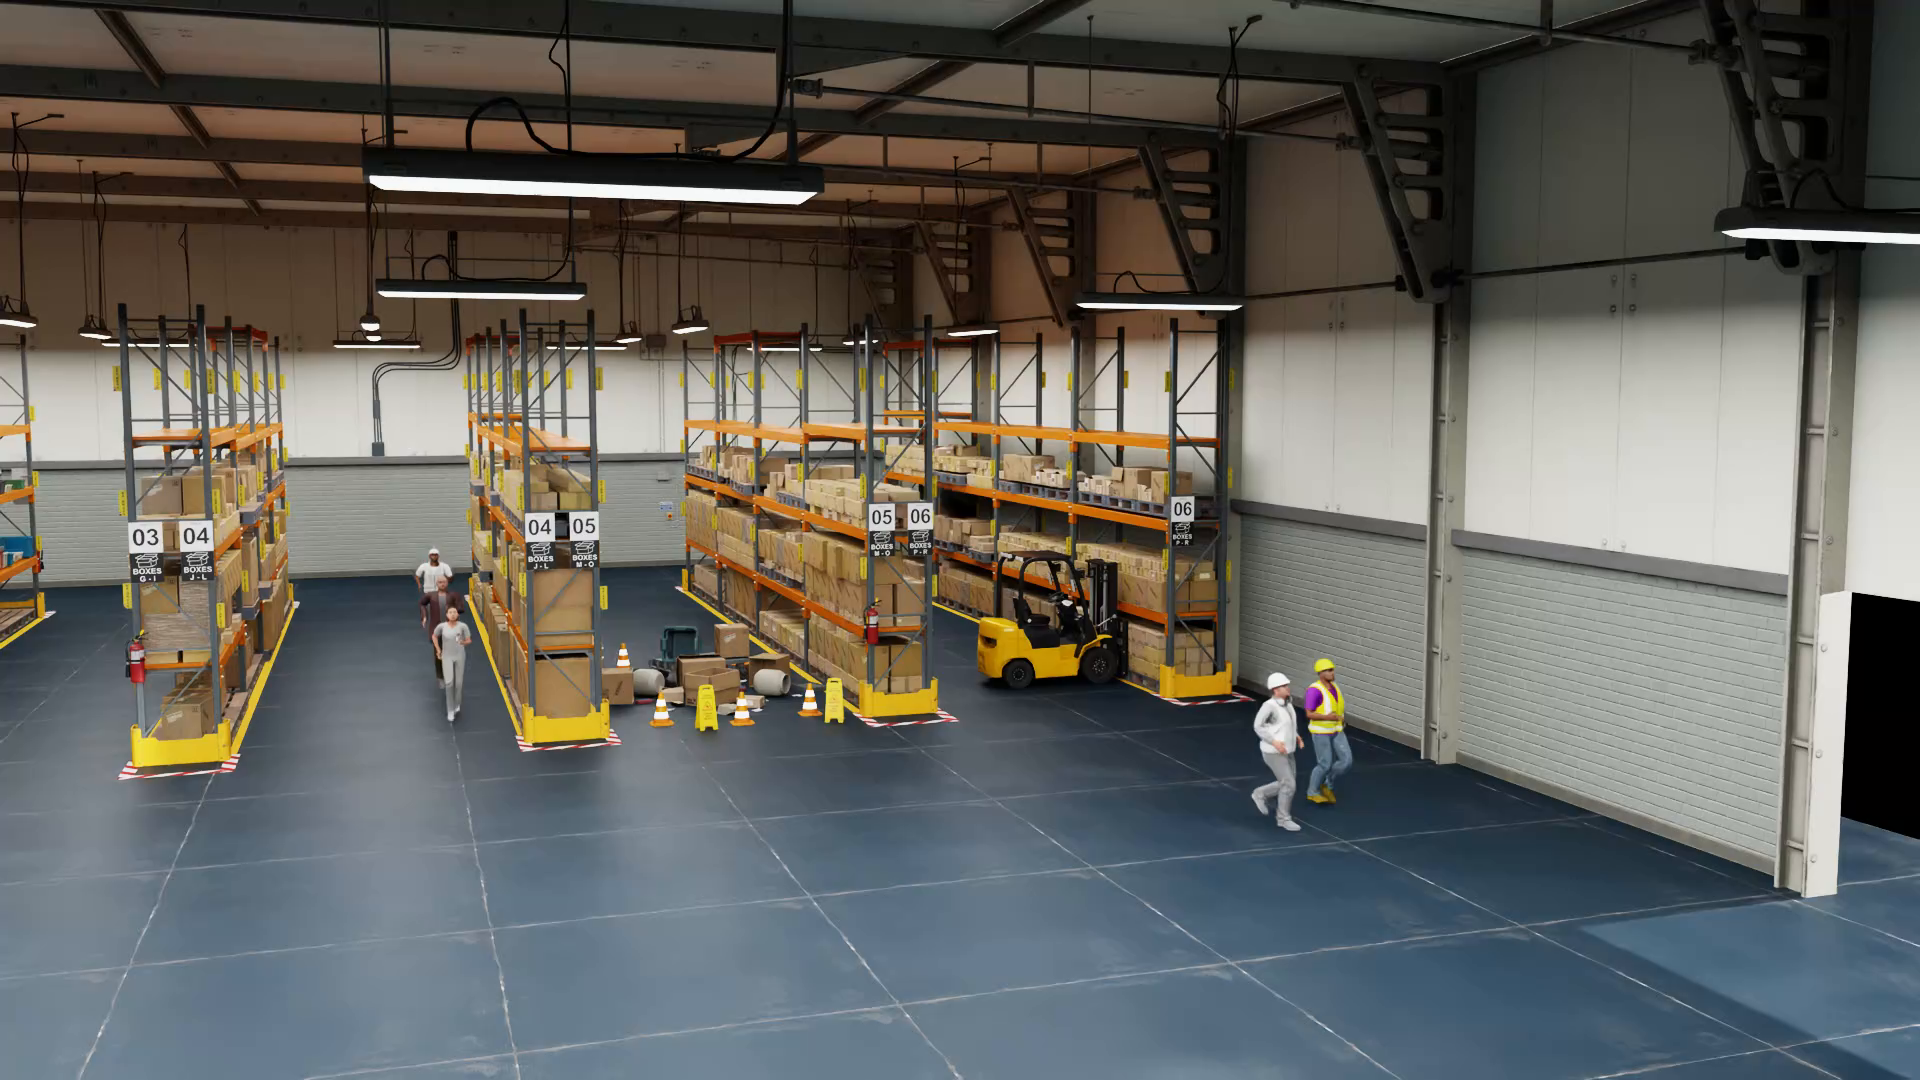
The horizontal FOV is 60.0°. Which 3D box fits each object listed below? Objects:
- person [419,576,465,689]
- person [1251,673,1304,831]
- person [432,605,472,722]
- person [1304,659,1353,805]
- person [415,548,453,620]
[{"bbox_3d":[-8.553,1.488,27.512,0.686,1.809,0.978,-3,6,-25],"label":"person"},{"bbox_3d":[3.556,2.365,18.710,0.655,1.753,0.670,4,7,39],"label":"person"},{"bbox_3d":[-7.568,1.824,24.824,0.548,1.725,0.709,-2,6,-22],"label":"person"},{"bbox_3d":[4.370,2.275,19.602,0.680,1.754,0.629,-4,7,-36],"label":"person"},{"bbox_3d":[-10.323,1.034,32.675,0.703,1.744,0.901,-2,6,-23],"label":"person"}]
